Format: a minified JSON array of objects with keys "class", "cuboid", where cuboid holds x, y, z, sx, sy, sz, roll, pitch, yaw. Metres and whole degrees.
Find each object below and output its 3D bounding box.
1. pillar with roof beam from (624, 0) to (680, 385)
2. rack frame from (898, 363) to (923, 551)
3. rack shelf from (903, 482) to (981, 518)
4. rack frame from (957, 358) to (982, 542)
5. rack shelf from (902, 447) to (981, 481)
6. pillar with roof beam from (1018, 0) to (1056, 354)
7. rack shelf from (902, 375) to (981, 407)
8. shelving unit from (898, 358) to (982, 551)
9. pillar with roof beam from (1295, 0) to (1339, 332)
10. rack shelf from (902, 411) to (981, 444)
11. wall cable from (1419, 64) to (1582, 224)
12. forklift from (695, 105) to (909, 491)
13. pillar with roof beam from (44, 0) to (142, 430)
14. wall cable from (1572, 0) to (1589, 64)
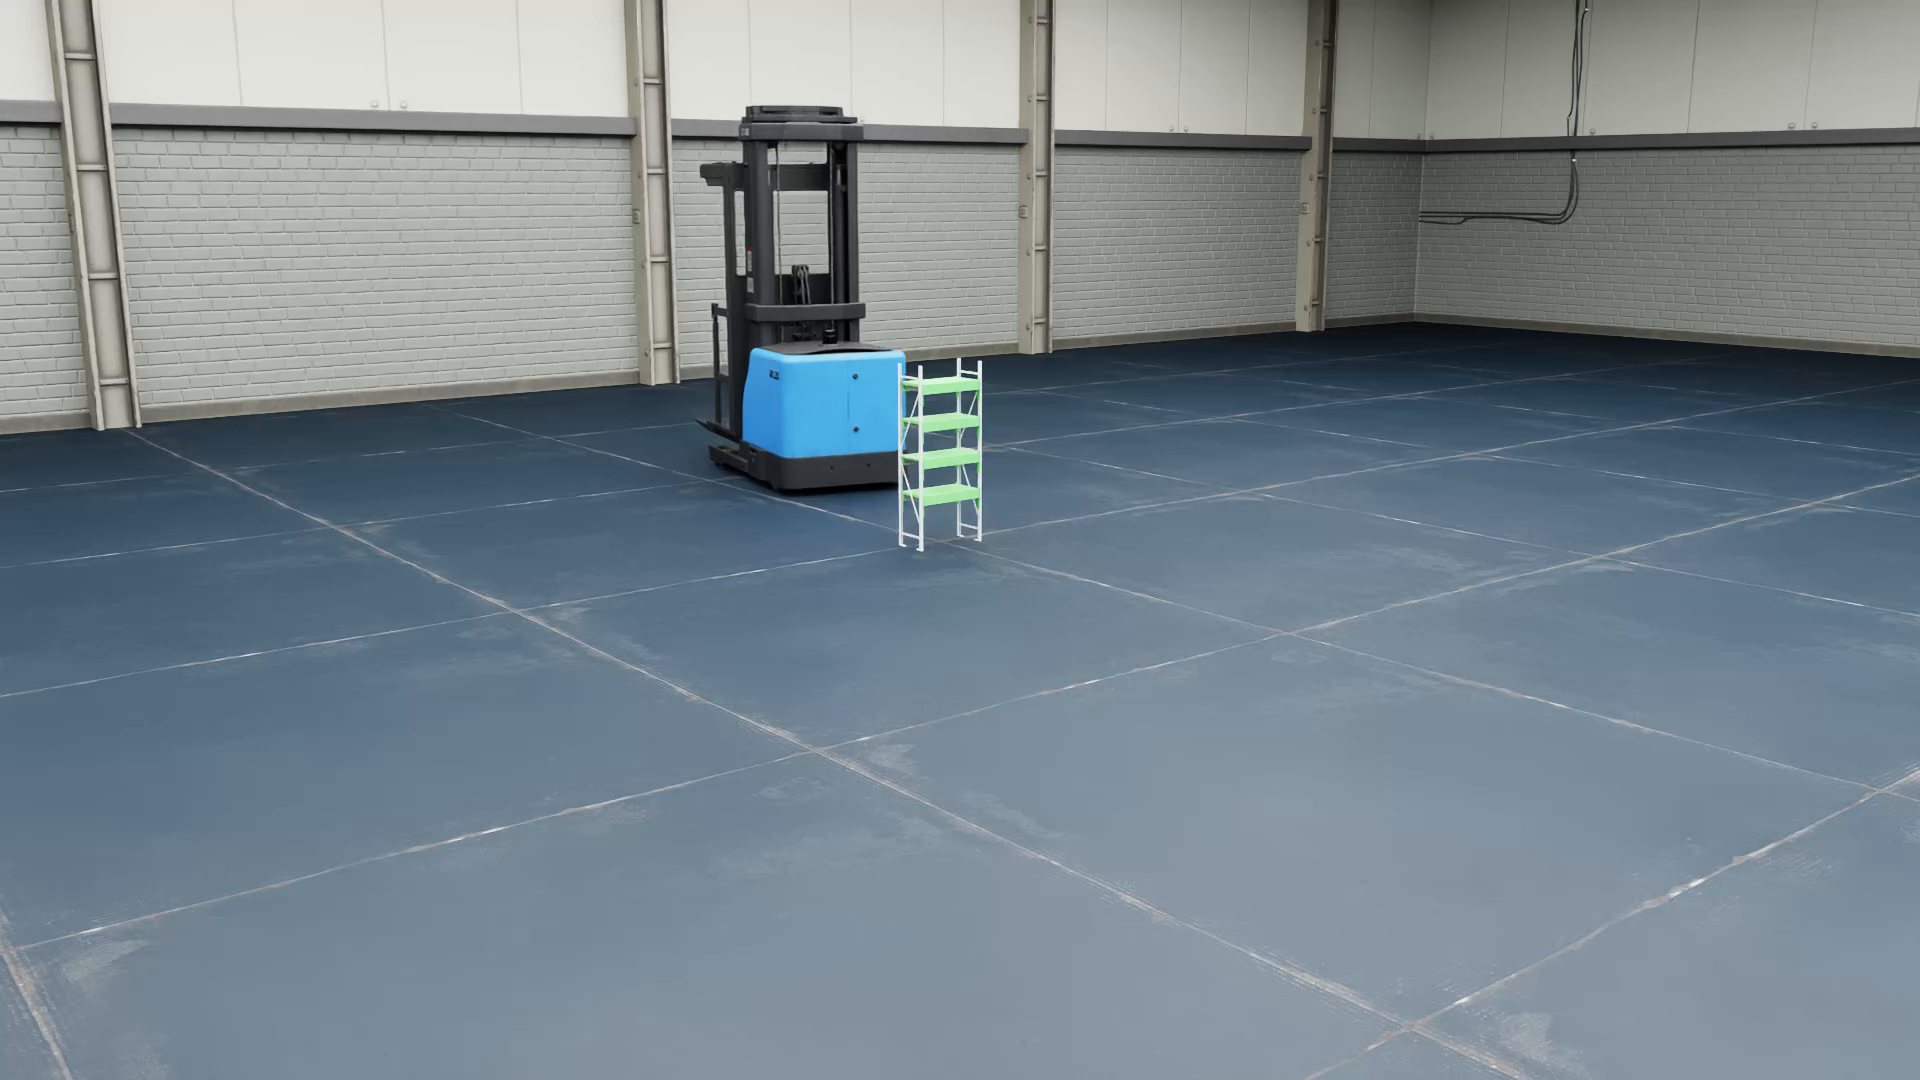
[{"class":"pillar with roof beam","cuboid":[-0.930,-5.596,15.817,0.400,9.000,9.100,-9,15,-38]},{"class":"rack frame","cuboid":[-0.320,-0.534,10.754,0.015,1.200,0.240,-9,15,-38]},{"class":"rack shelf","cuboid":[-0.129,-0.268,10.966,0.480,0.148,0.258,-9,15,-38]},{"class":"rack frame","cuboid":[0.061,-0.597,11.052,0.015,1.200,0.240,-9,15,-38]},{"class":"rack shelf","cuboid":[-0.129,-0.503,10.916,0.480,0.148,0.258,-9,15,-38]},{"class":"pillar with roof beam","cuboid":[3.755,-6.374,19.483,0.400,9.000,9.100,-9,15,-38]},{"class":"rack shelf","cuboid":[-0.129,-0.972,10.817,0.480,0.148,0.258,-9,15,-38]},{"class":"shelving unit","cuboid":[-0.129,-0.565,10.903,0.503,1.200,0.258,-9,15,-38]},{"class":"pillar with roof beam","cuboid":[8.440,-7.153,23.150,0.400,9.000,9.100,-9,15,-38]},{"class":"rack shelf","cuboid":[-0.129,-0.738,10.866,0.480,0.148,0.258,-9,15,-38]},{"class":"wall cable","cuboid":[8.877,-6.500,27.551,0.112,2.526,3.097,-9,15,-38]},{"class":"forklift","cuboid":[-1.484,-2.070,13.822,1.130,2.935,3.031,-6,13,-24]},{"class":"pillar with roof beam","cuboid":[-5.615,-4.817,12.150,0.400,9.000,9.100,-9,15,-38]},{"class":"wall cable","cuboid":[10.567,-8.532,24.960,0.112,2.526,3.097,-9,15,-38]}]
